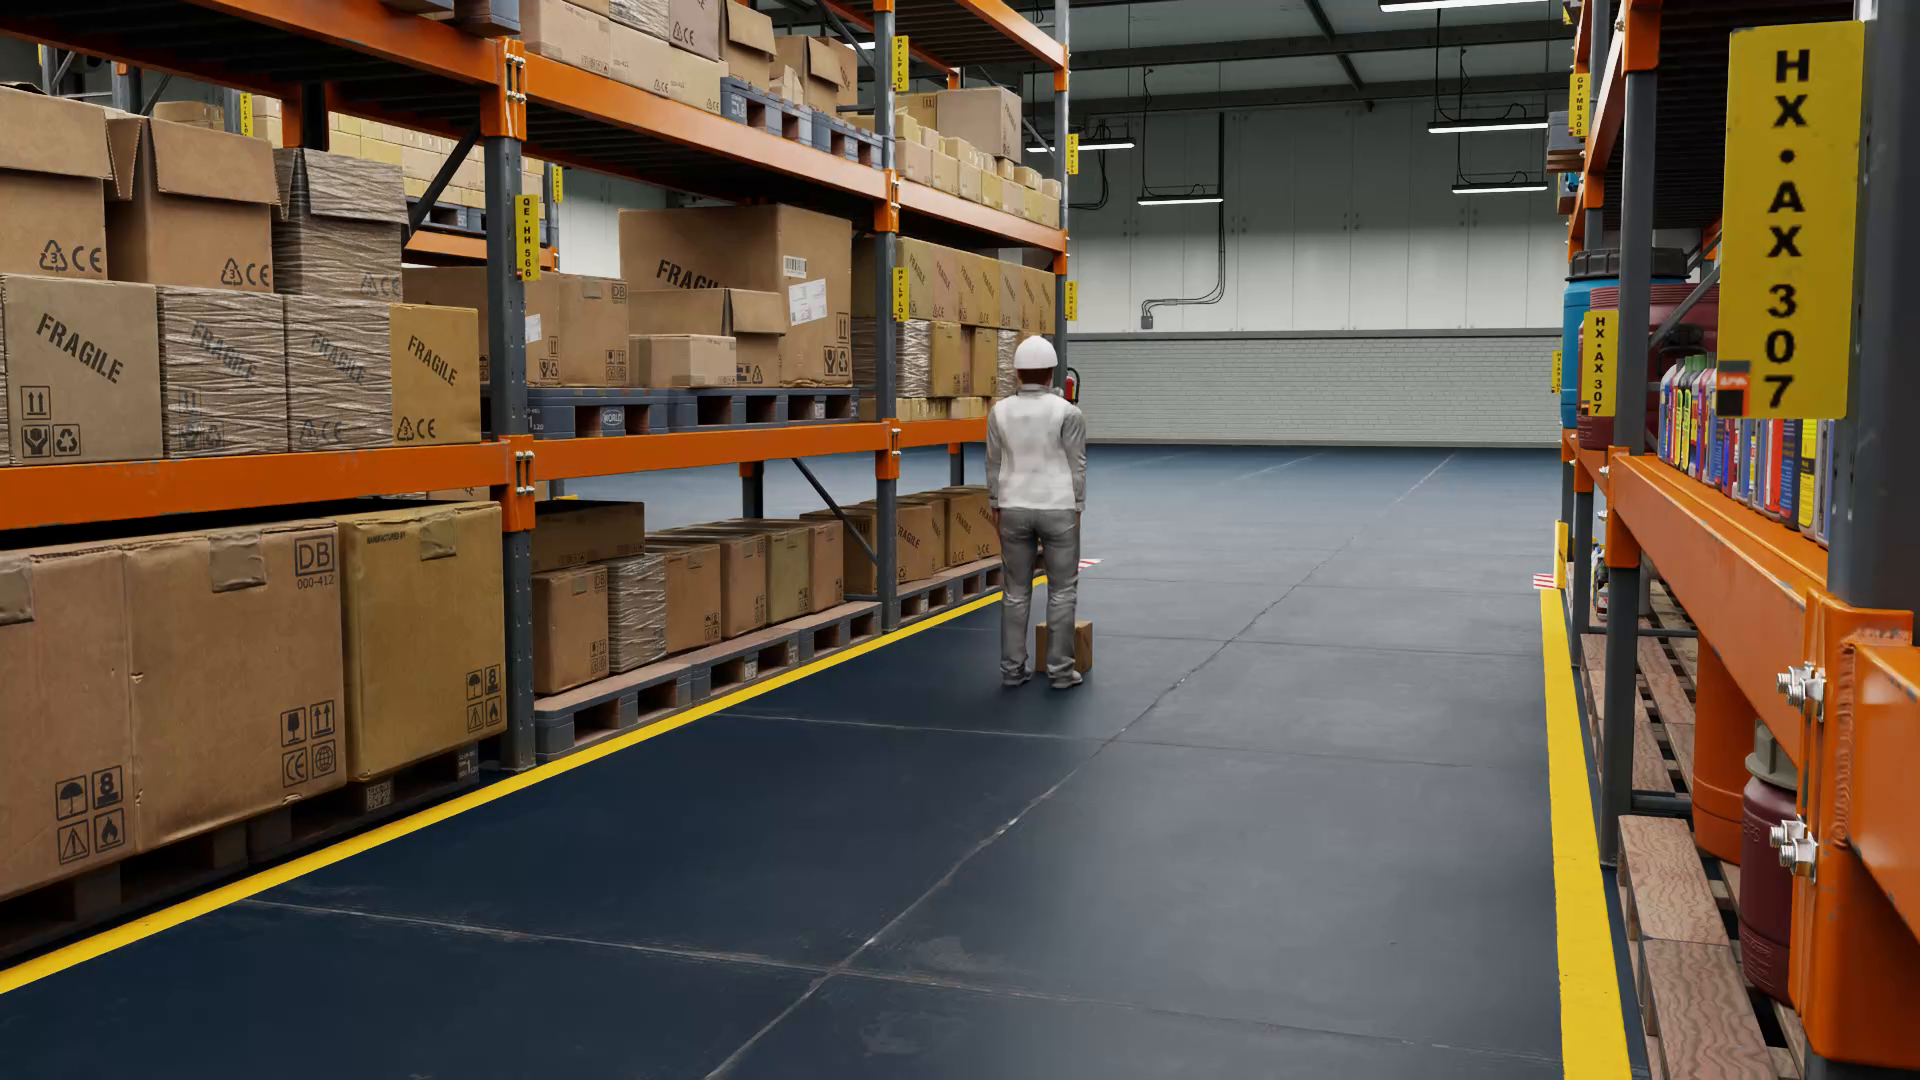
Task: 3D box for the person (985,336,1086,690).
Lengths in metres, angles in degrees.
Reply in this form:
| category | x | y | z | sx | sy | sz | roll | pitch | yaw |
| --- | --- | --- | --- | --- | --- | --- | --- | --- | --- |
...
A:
| category | x | y | z | sx | sy | sz | roll | pitch | yaw |
| --- | --- | --- | --- | --- | --- | --- | --- | --- | --- |
| person | 0.390 | -0.142 | 8.442 | 0.532 | 1.768 | 0.360 | 2 | 5 | 20 |
